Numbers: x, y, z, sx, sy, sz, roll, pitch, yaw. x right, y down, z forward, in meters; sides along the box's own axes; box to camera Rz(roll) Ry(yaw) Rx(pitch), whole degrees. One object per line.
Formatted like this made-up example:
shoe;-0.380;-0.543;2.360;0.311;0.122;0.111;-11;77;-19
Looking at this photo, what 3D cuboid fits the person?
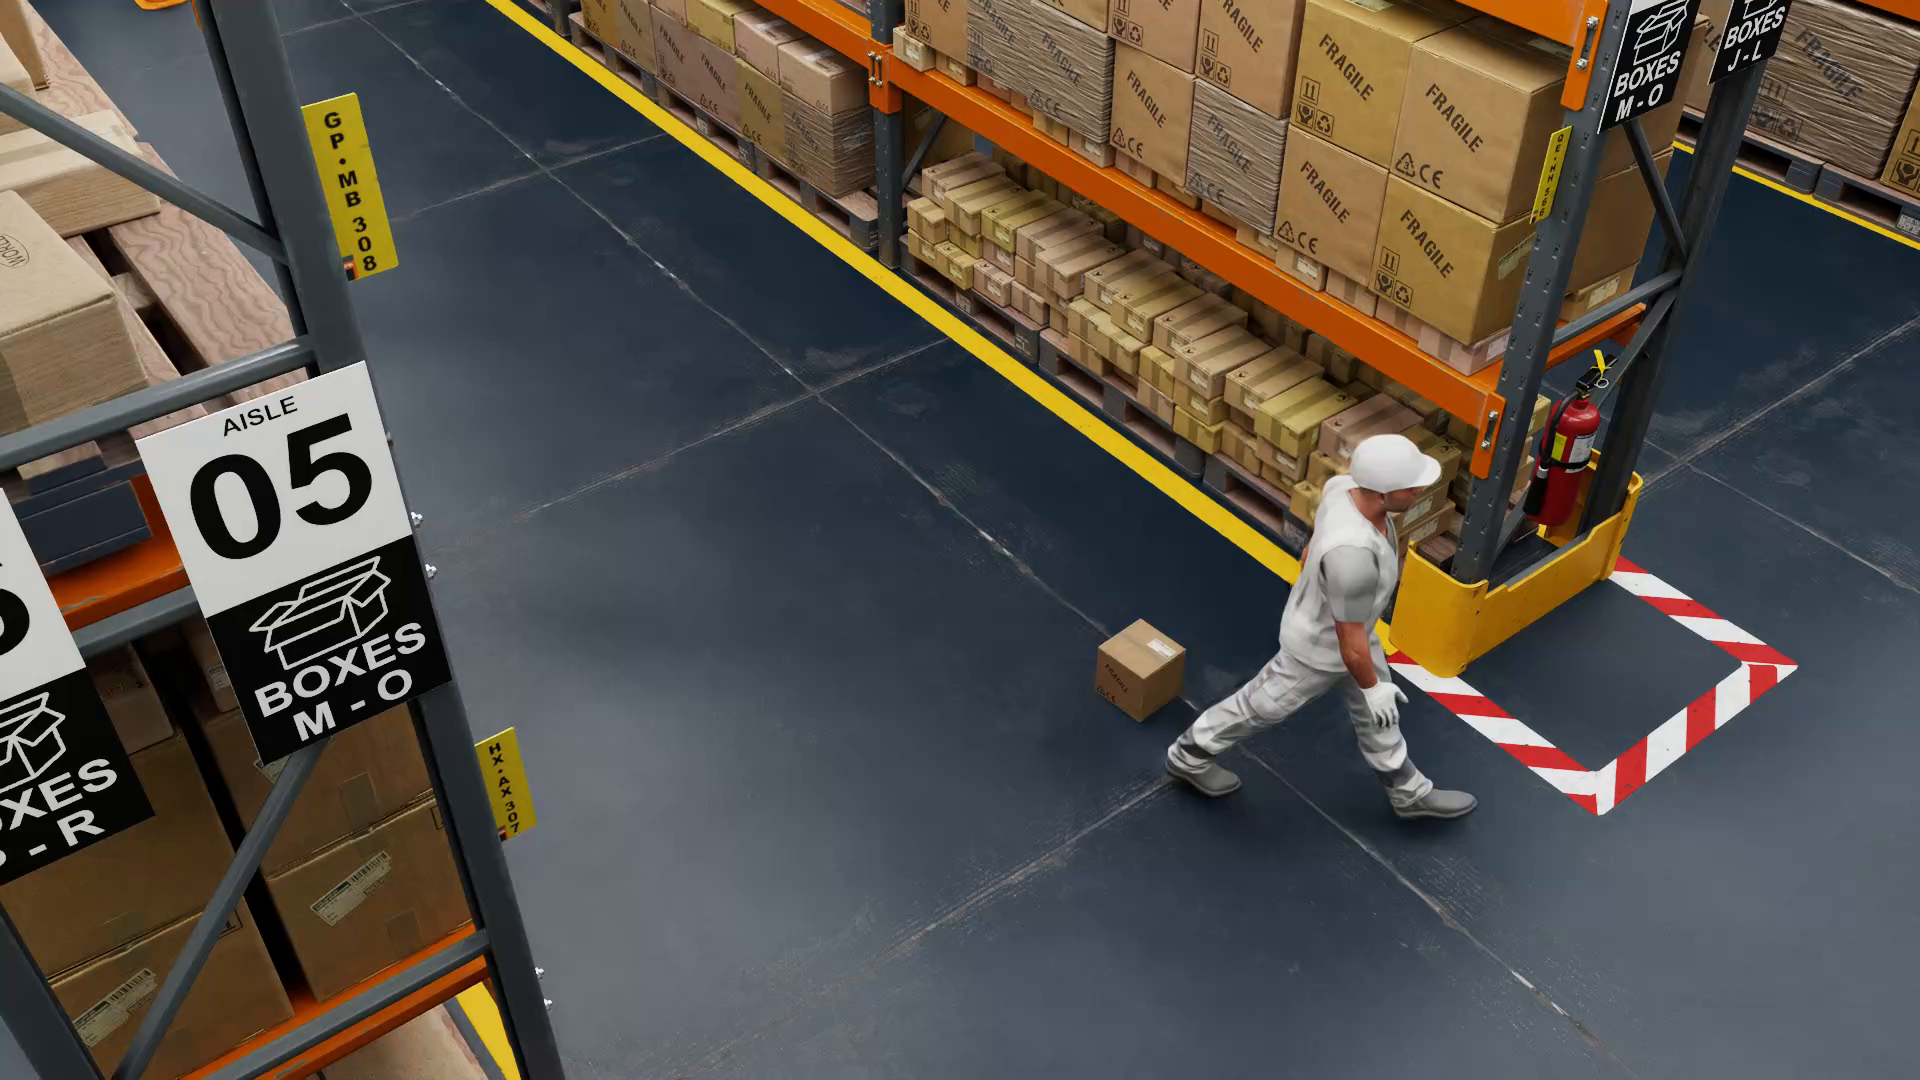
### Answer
person;1.335;0.342;5.728;1.146;1.713;0.541;14;42;16
